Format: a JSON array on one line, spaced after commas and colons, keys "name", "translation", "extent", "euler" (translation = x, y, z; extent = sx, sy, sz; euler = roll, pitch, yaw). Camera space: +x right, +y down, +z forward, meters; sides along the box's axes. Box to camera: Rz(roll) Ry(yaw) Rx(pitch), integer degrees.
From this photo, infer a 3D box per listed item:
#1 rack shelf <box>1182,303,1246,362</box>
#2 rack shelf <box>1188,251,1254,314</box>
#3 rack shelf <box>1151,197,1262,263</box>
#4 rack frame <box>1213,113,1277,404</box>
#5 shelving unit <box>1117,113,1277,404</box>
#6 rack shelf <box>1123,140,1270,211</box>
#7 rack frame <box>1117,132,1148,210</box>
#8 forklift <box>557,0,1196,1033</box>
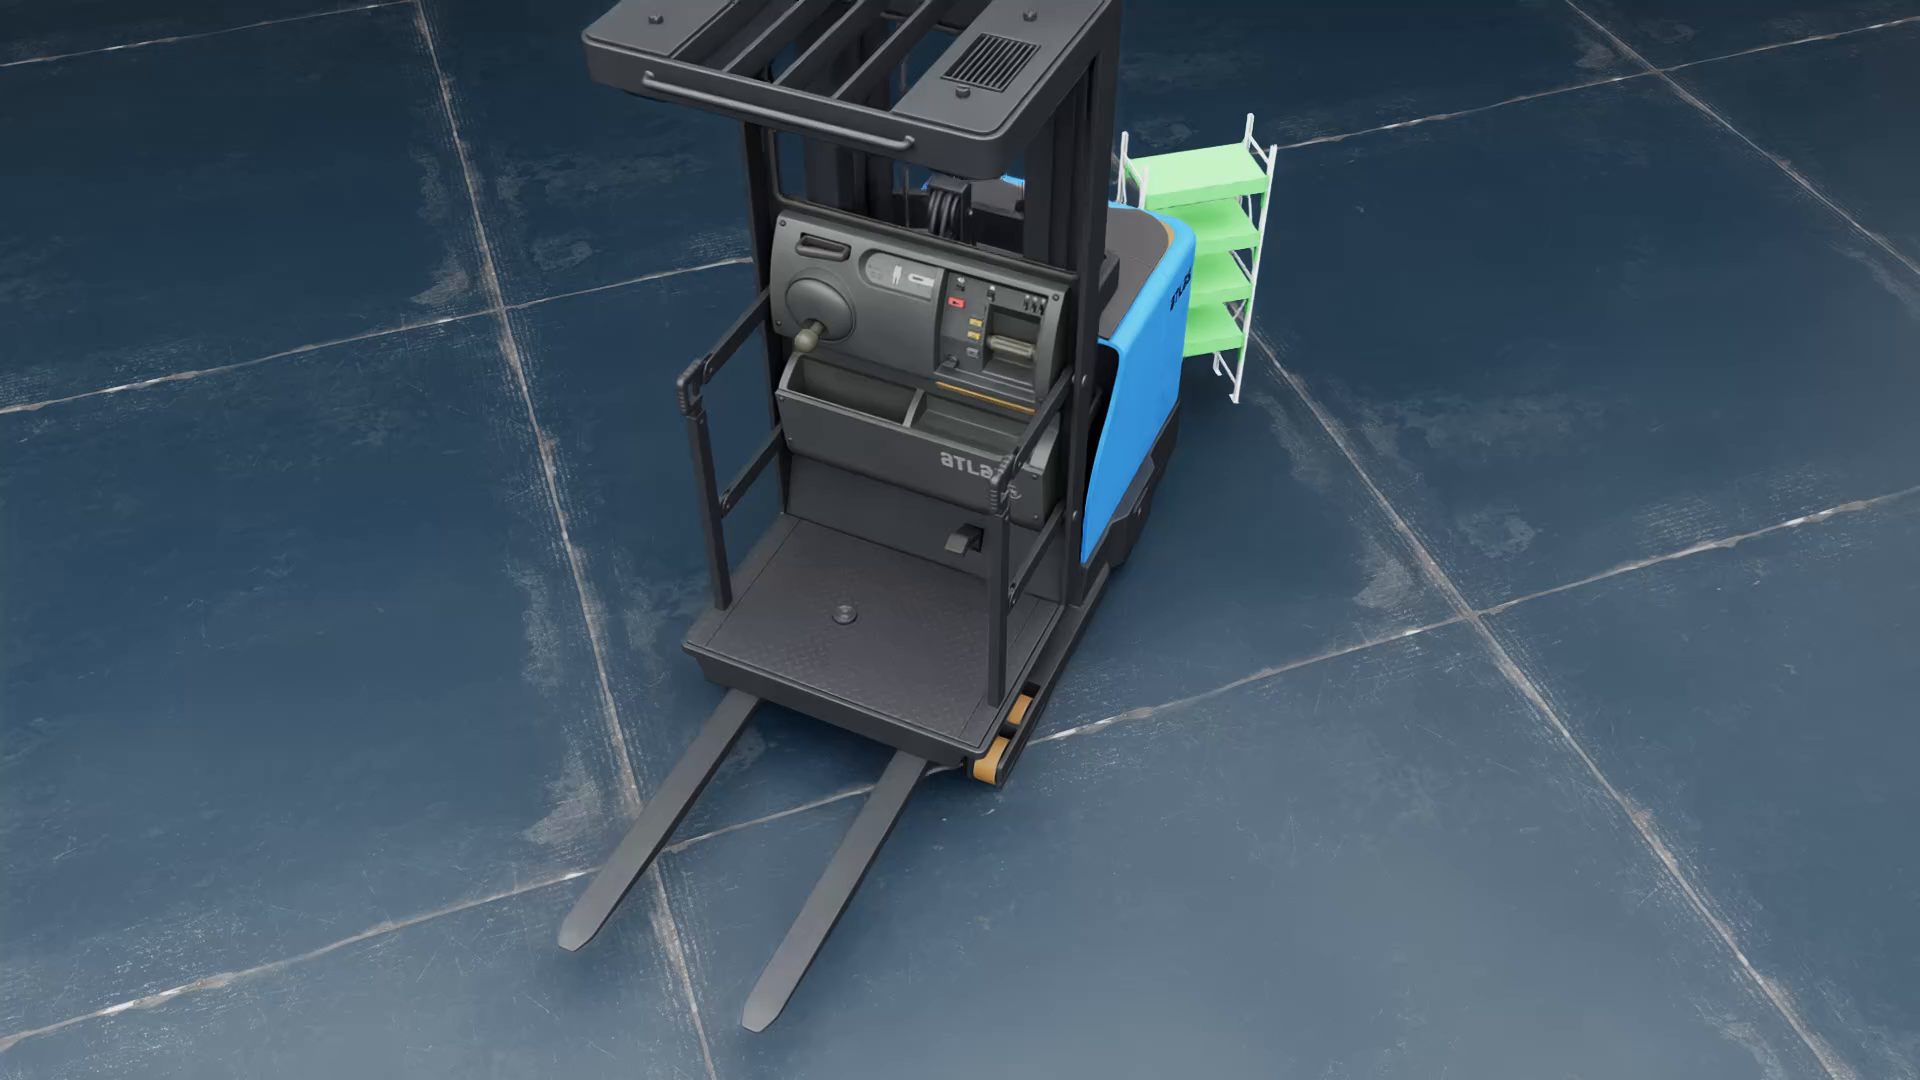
[{"name": "rack shelf", "translation": [0.863, -0.804, 6.633], "extent": [0.480, 0.148, 0.258], "euler": [-11, 46, -11]}, {"name": "rack shelf", "translation": [0.863, -0.974, 6.463], "extent": [0.480, 0.148, 0.258], "euler": [-11, 46, -11]}, {"name": "rack shelf", "translation": [0.863, -1.143, 6.293], "extent": [0.480, 0.148, 0.258], "euler": [-11, 46, -11]}, {"name": "rack frame", "translation": [1.098, -1.064, 6.463], "extent": [0.015, 1.200, 0.240], "euler": [-11, 46, -11]}, {"name": "shelving unit", "translation": [0.863, -1.019, 6.418], "extent": [0.503, 1.200, 0.258], "euler": [-11, 46, -11]}, {"name": "rack shelf", "translation": [0.863, -1.312, 6.123], "extent": [0.480, 0.148, 0.258], "euler": [-11, 46, -11]}, {"name": "rack frame", "translation": [0.627, -0.974, 6.373], "extent": [0.015, 1.200, 0.240], "euler": [-11, 46, -11]}, {"name": "forklift", "translation": [-0.226, -0.591, 4.770], "extent": [1.130, 2.935, 3.031], "euler": [18, 48, 17]}]
